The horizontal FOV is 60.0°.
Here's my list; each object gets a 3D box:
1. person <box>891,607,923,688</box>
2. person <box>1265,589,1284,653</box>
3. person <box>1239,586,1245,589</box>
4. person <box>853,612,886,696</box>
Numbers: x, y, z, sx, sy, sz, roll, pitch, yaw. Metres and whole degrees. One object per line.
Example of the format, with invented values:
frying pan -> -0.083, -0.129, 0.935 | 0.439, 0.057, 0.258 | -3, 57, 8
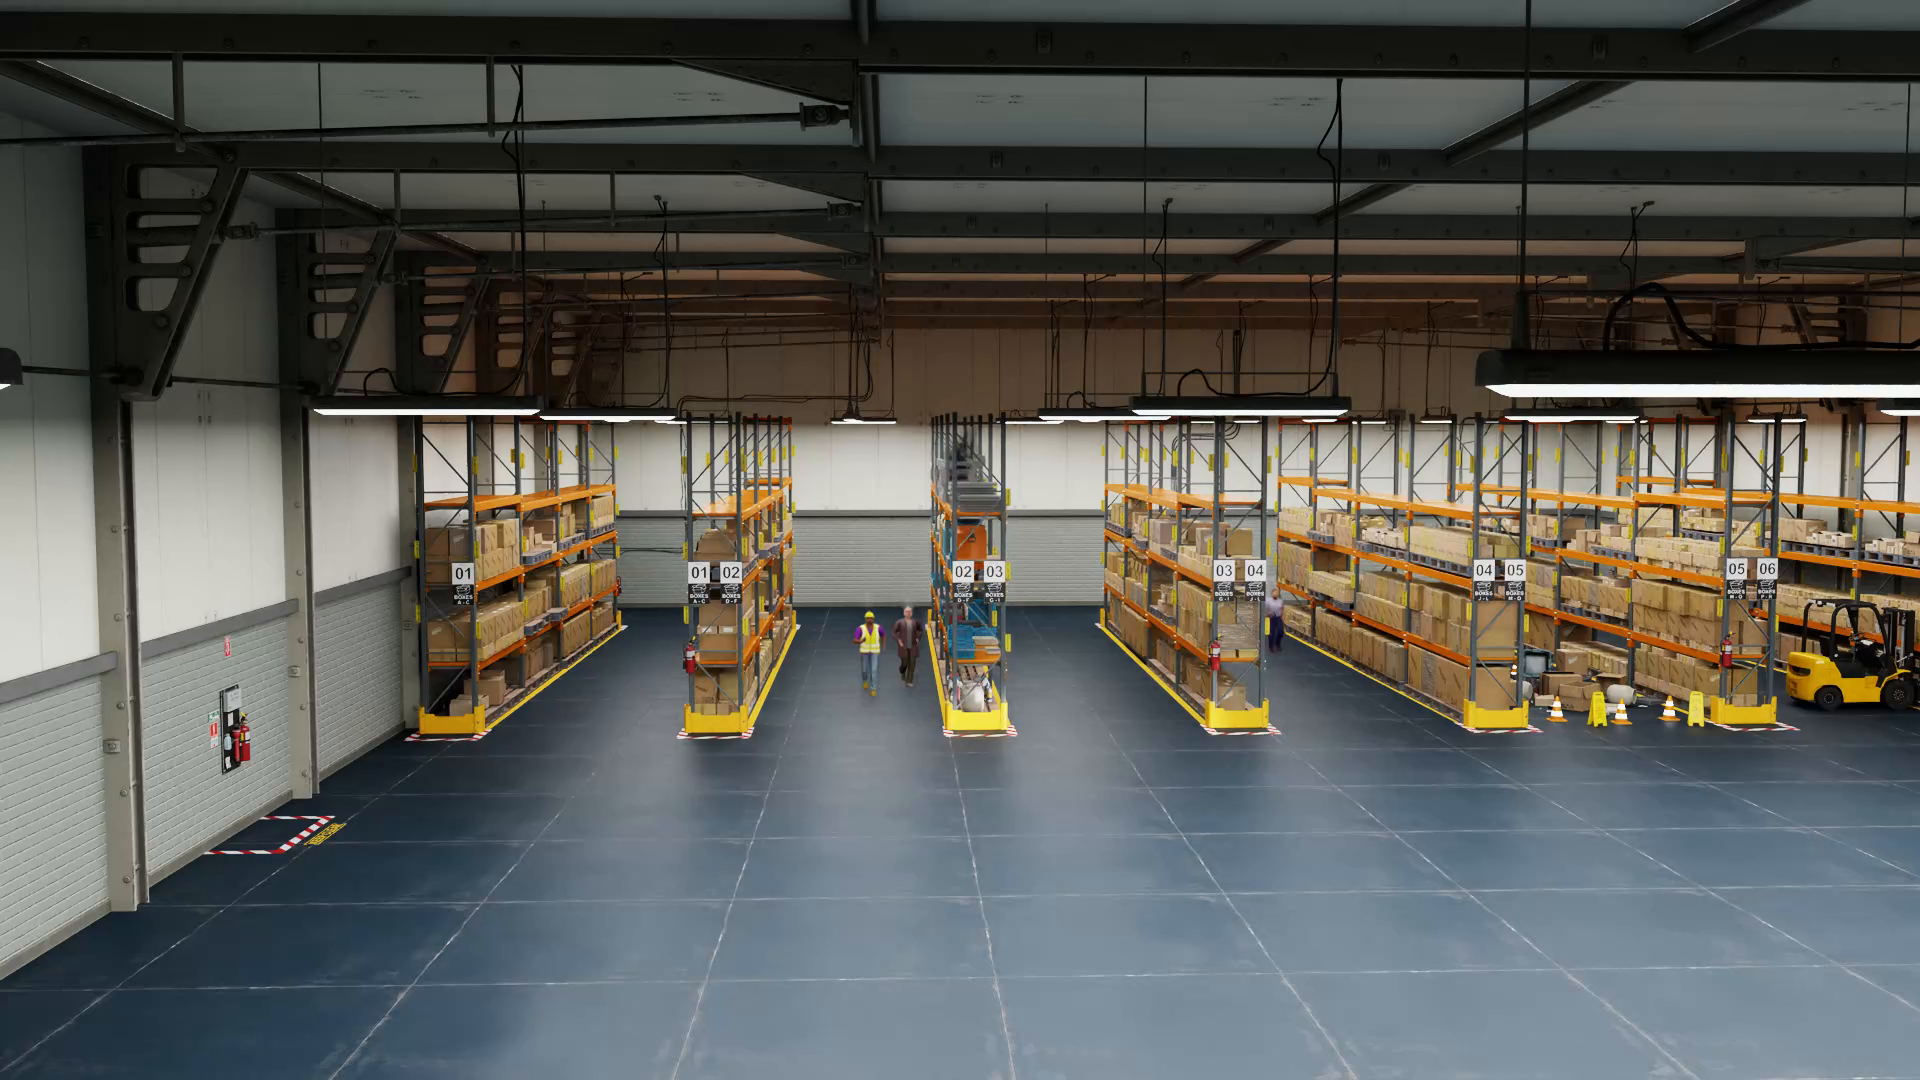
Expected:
person -> -1.135, 2.339, 36.371 | 0.726, 1.743, 0.865 | -1, 4, -13
person -> 7.961, 2.053, 42.071 | 0.600, 1.630, 0.621 | 0, 4, -4
person -> 7.878, 1.798, 45.566 | 0.568, 1.727, 0.745 | 0, 4, -5
person -> -1.924, 2.402, 35.461 | 0.703, 1.746, 0.987 | 0, 4, -5
